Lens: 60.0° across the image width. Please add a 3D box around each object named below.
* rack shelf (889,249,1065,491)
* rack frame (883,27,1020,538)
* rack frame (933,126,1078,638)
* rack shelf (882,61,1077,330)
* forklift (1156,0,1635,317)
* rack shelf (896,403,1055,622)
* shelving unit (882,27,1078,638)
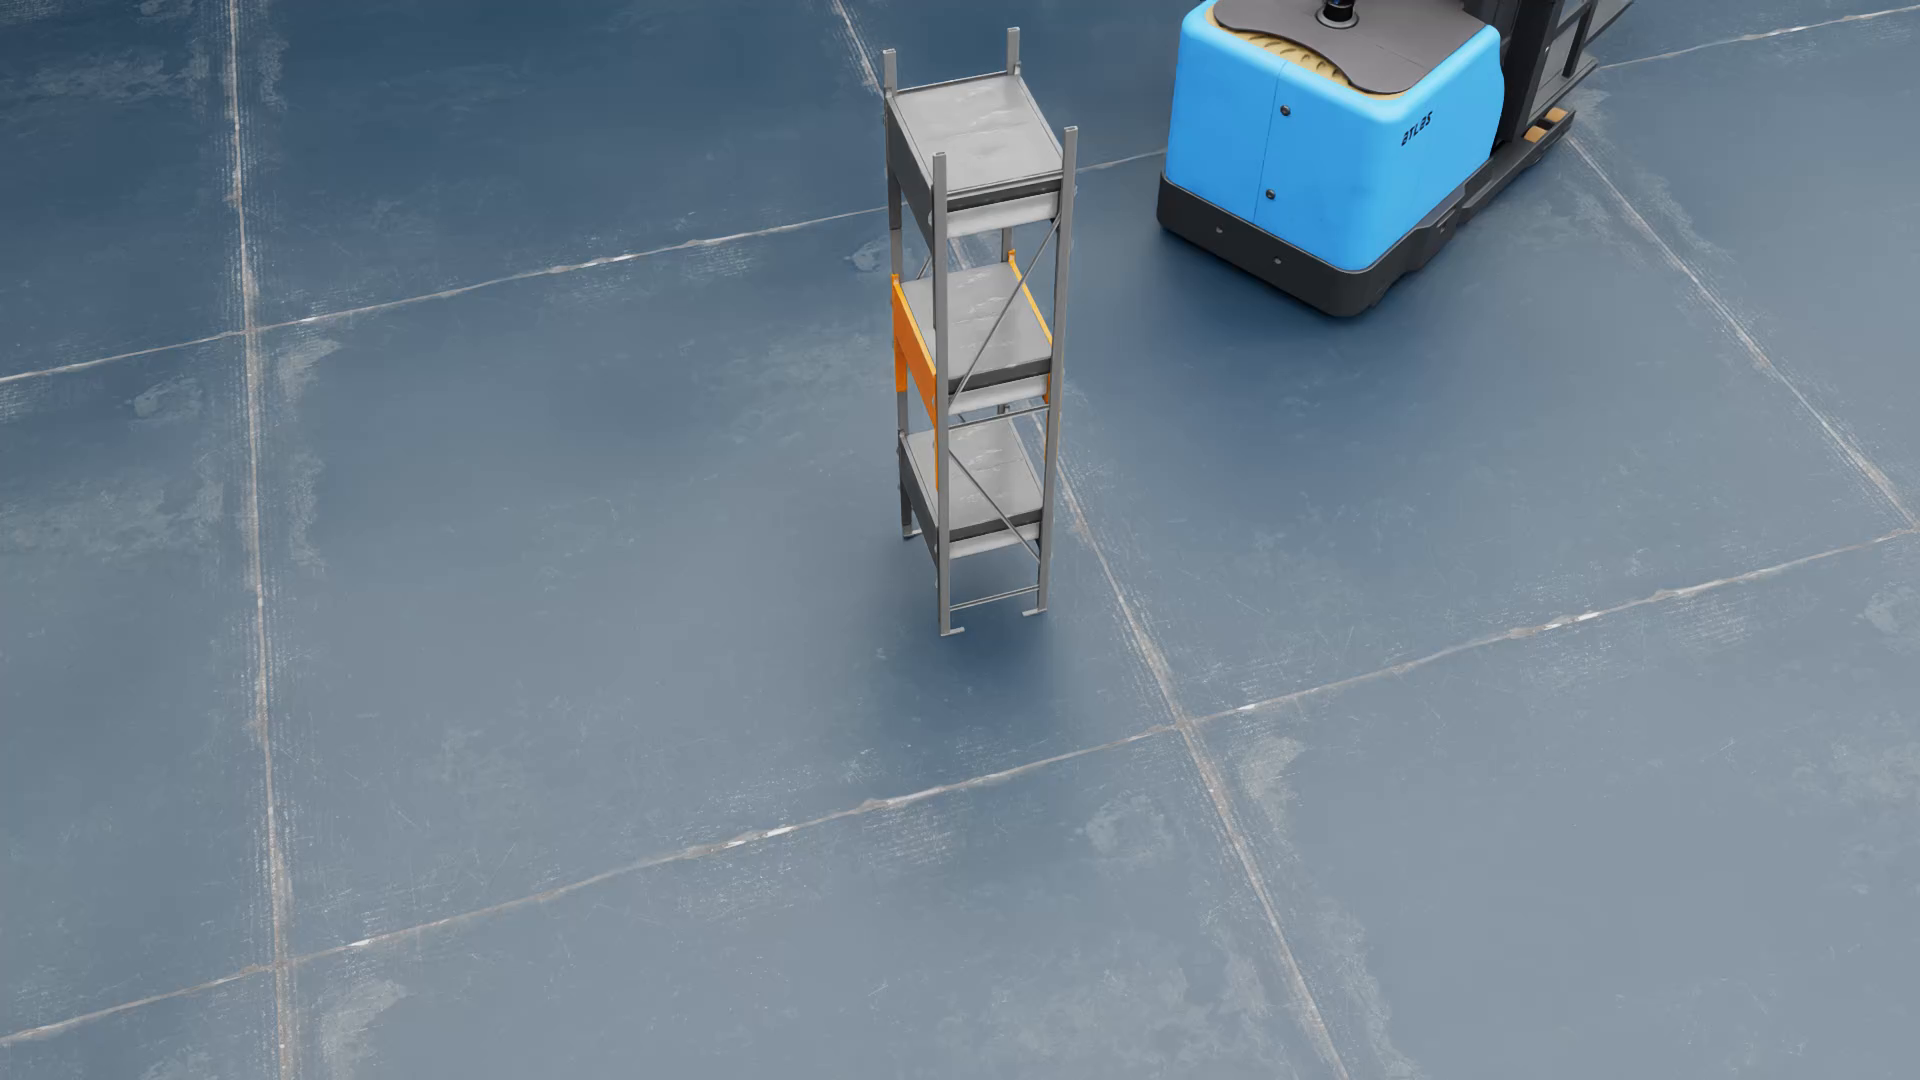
[{"bbox_3d":[0.049,-0.547,5.356,0.431,0.518,0.480,-13,51,-11],"label":"rack shelf"},{"bbox_3d":[-0.023,-0.734,5.496,0.400,2.100,0.015,-13,51,-11],"label":"rack frame"},{"bbox_3d":[0.121,-0.378,5.195,0.400,2.100,0.015,-13,51,-11],"label":"rack frame"},{"bbox_3d":[0.049,-0.998,4.821,0.431,0.518,0.480,-13,51,-11],"label":"rack shelf"},{"bbox_3d":[2.221,-2.927,6.800,1.130,2.935,3.031,34,58,25],"label":"forklift"},{"bbox_3d":[0.049,-0.096,5.891,0.431,0.518,0.480,-13,51,-11],"label":"rack shelf"},{"bbox_3d":[0.049,-0.556,5.345,0.431,2.100,0.503,-13,51,-11],"label":"shelving unit"}]
